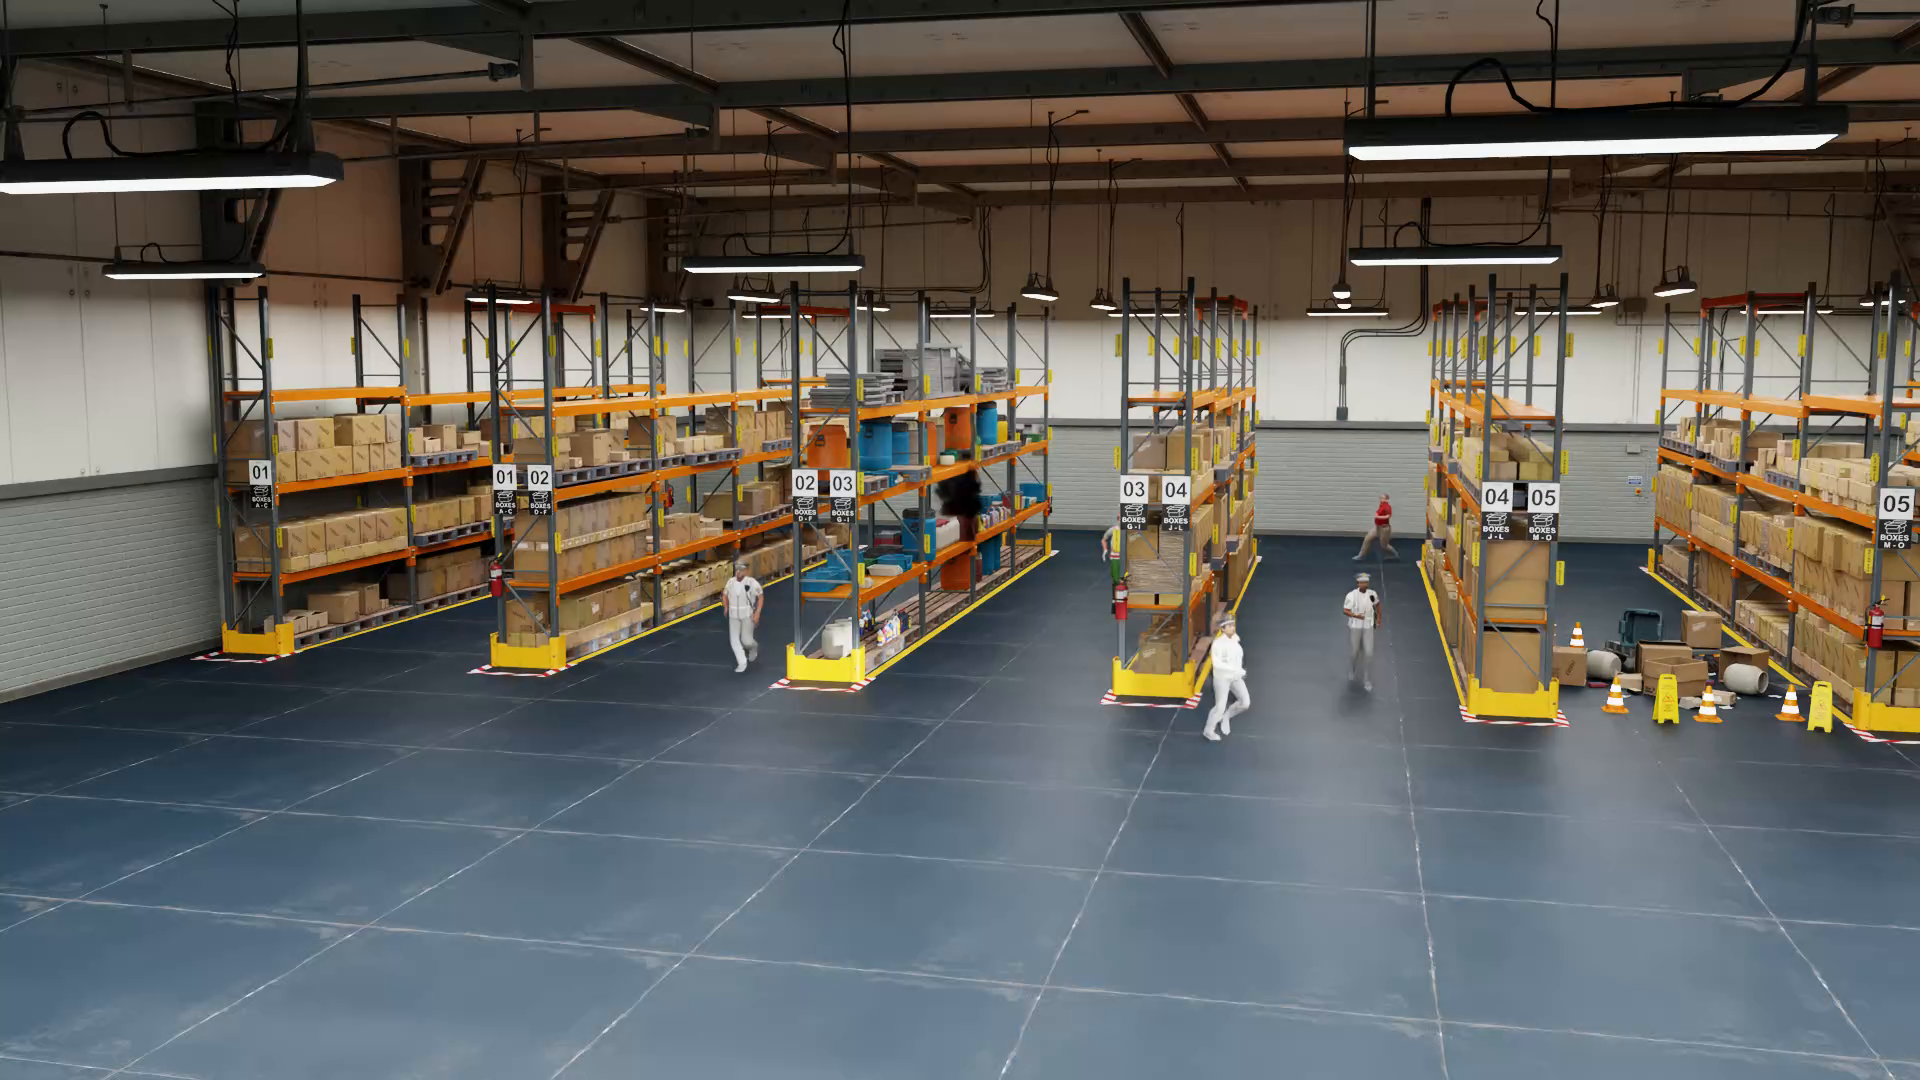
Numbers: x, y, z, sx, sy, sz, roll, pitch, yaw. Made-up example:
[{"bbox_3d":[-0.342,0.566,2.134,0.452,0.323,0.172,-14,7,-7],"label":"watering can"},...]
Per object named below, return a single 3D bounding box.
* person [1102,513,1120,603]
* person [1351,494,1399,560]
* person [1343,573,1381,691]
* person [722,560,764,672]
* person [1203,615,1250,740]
[{"bbox_3d":[2.923,0.370,30.233,0.665,1.759,0.576,0,7,2],"label":"person"},{"bbox_3d":[9.876,-0.295,39.101,1.111,1.582,0.746,-2,7,-16],"label":"person"},{"bbox_3d":[5.950,1.345,24.698,0.554,1.768,0.757,0,7,3],"label":"person"},{"bbox_3d":[-3.402,1.170,25.996,0.675,1.743,0.567,1,7,11],"label":"person"},{"bbox_3d":[3.433,1.750,21.147,0.634,1.651,0.728,-4,8,-33],"label":"person"}]
